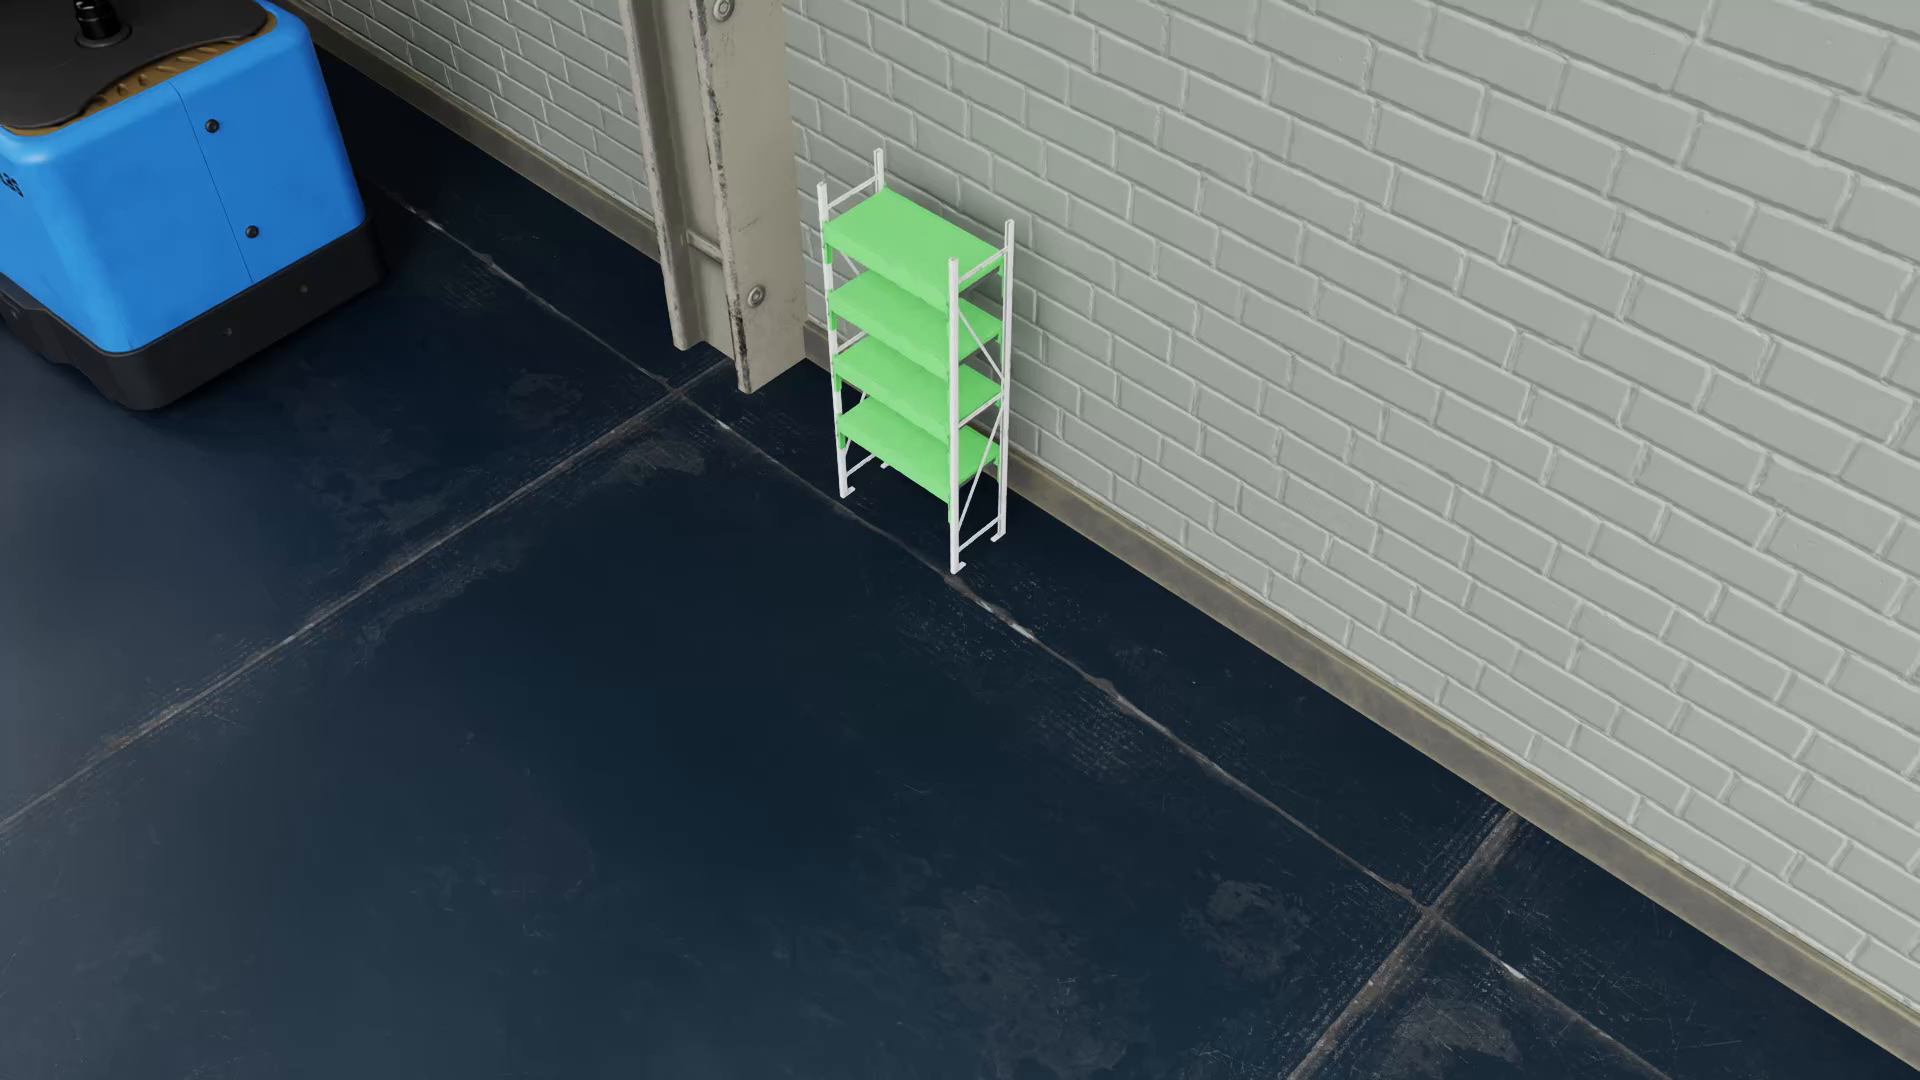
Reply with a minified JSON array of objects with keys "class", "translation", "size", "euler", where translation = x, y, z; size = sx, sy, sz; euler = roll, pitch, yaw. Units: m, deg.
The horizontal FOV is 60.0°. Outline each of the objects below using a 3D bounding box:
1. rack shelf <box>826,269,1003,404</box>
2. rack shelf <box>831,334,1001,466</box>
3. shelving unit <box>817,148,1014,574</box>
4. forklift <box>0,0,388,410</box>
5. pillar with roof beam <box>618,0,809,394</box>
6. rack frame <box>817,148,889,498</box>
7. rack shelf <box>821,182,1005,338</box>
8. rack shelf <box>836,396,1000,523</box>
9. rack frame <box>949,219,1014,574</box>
[{"class":"rack shelf","translation":[-0.122,-0.613,4.761],"size":[0.480,0.148,0.258],"euler":[34,55,28]},{"class":"rack shelf","translation":[-0.122,-0.449,4.936],"size":[0.480,0.148,0.258],"euler":[34,55,28]},{"class":"shelving unit","translation":[-0.122,-0.493,4.889],"size":[0.503,1.200,0.258],"euler":[34,55,28]},{"class":"forklift","translation":[-3.546,-2.356,5.451],"size":[3.031,2.935,1.130],"euler":[31,54,26]},{"class":"pillar with roof beam","translation":[-3.689,-1.453,0.442],"size":[0.400,9.000,9.100],"euler":[34,55,28]},{"class":"rack frame","translation":[-0.301,-0.613,5.003],"size":[0.015,1.200,0.240],"euler":[34,55,28]},{"class":"rack shelf","translation":[-0.122,-0.777,4.586],"size":[0.480,0.148,0.258],"euler":[34,55,28]},{"class":"rack shelf","translation":[-0.122,-0.285,5.111],"size":[0.480,0.148,0.258],"euler":[34,55,28]},{"class":"rack frame","translation":[0.058,-0.372,4.776],"size":[0.015,1.200,0.240],"euler":[34,55,28]}]
